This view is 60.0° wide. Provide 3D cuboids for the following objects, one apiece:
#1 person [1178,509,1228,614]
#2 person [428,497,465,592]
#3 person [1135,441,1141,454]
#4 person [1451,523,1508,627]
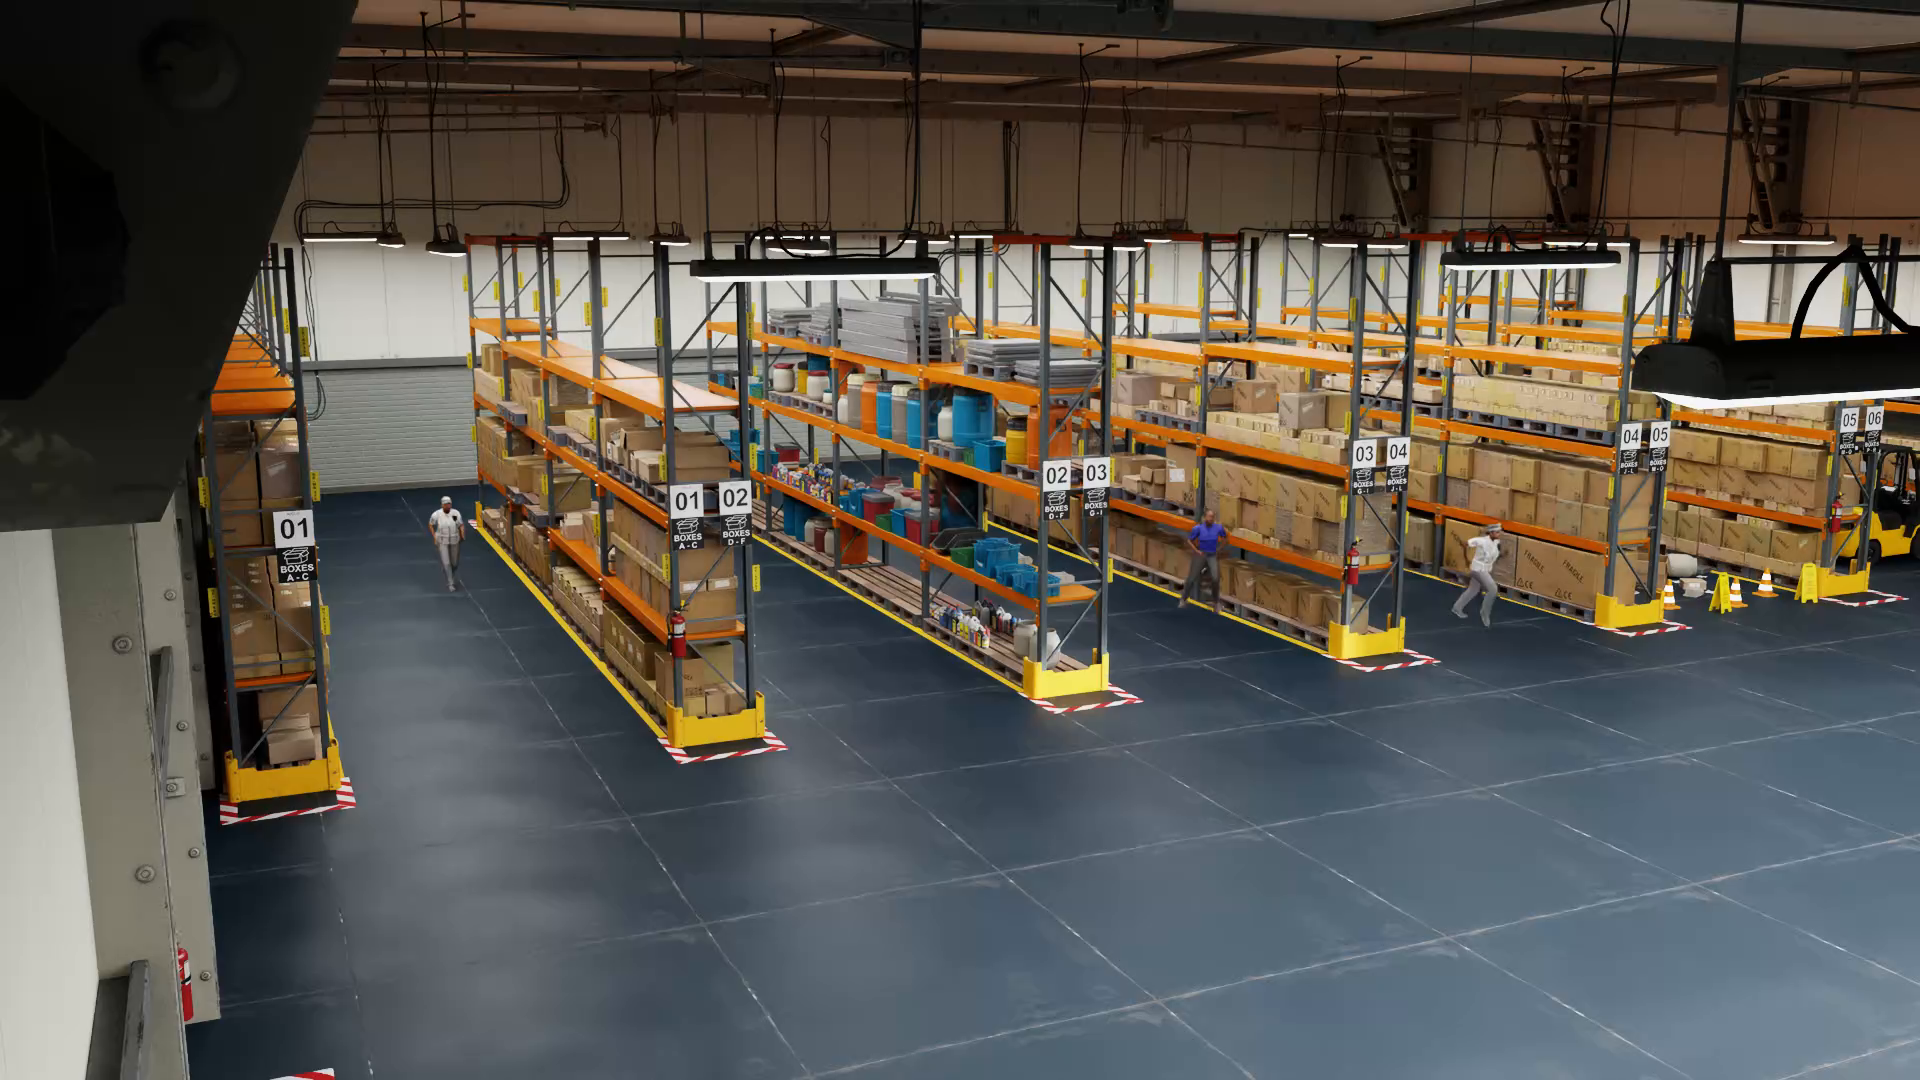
[{"bbox_3d":[3.818,0.314,25.914,0.750,1.645,0.650,-1,11,-4],"label":"person"},{"bbox_3d":[-8.863,0.038,28.731,0.592,1.640,0.762,-6,12,-27],"label":"person"},{"bbox_3d":[4.492,-2.498,41.792,0.662,1.592,0.506,-7,13,-33],"label":"person"},{"bbox_3d":[8.182,0.511,26.192,0.905,1.665,0.569,11,15,44],"label":"person"}]
